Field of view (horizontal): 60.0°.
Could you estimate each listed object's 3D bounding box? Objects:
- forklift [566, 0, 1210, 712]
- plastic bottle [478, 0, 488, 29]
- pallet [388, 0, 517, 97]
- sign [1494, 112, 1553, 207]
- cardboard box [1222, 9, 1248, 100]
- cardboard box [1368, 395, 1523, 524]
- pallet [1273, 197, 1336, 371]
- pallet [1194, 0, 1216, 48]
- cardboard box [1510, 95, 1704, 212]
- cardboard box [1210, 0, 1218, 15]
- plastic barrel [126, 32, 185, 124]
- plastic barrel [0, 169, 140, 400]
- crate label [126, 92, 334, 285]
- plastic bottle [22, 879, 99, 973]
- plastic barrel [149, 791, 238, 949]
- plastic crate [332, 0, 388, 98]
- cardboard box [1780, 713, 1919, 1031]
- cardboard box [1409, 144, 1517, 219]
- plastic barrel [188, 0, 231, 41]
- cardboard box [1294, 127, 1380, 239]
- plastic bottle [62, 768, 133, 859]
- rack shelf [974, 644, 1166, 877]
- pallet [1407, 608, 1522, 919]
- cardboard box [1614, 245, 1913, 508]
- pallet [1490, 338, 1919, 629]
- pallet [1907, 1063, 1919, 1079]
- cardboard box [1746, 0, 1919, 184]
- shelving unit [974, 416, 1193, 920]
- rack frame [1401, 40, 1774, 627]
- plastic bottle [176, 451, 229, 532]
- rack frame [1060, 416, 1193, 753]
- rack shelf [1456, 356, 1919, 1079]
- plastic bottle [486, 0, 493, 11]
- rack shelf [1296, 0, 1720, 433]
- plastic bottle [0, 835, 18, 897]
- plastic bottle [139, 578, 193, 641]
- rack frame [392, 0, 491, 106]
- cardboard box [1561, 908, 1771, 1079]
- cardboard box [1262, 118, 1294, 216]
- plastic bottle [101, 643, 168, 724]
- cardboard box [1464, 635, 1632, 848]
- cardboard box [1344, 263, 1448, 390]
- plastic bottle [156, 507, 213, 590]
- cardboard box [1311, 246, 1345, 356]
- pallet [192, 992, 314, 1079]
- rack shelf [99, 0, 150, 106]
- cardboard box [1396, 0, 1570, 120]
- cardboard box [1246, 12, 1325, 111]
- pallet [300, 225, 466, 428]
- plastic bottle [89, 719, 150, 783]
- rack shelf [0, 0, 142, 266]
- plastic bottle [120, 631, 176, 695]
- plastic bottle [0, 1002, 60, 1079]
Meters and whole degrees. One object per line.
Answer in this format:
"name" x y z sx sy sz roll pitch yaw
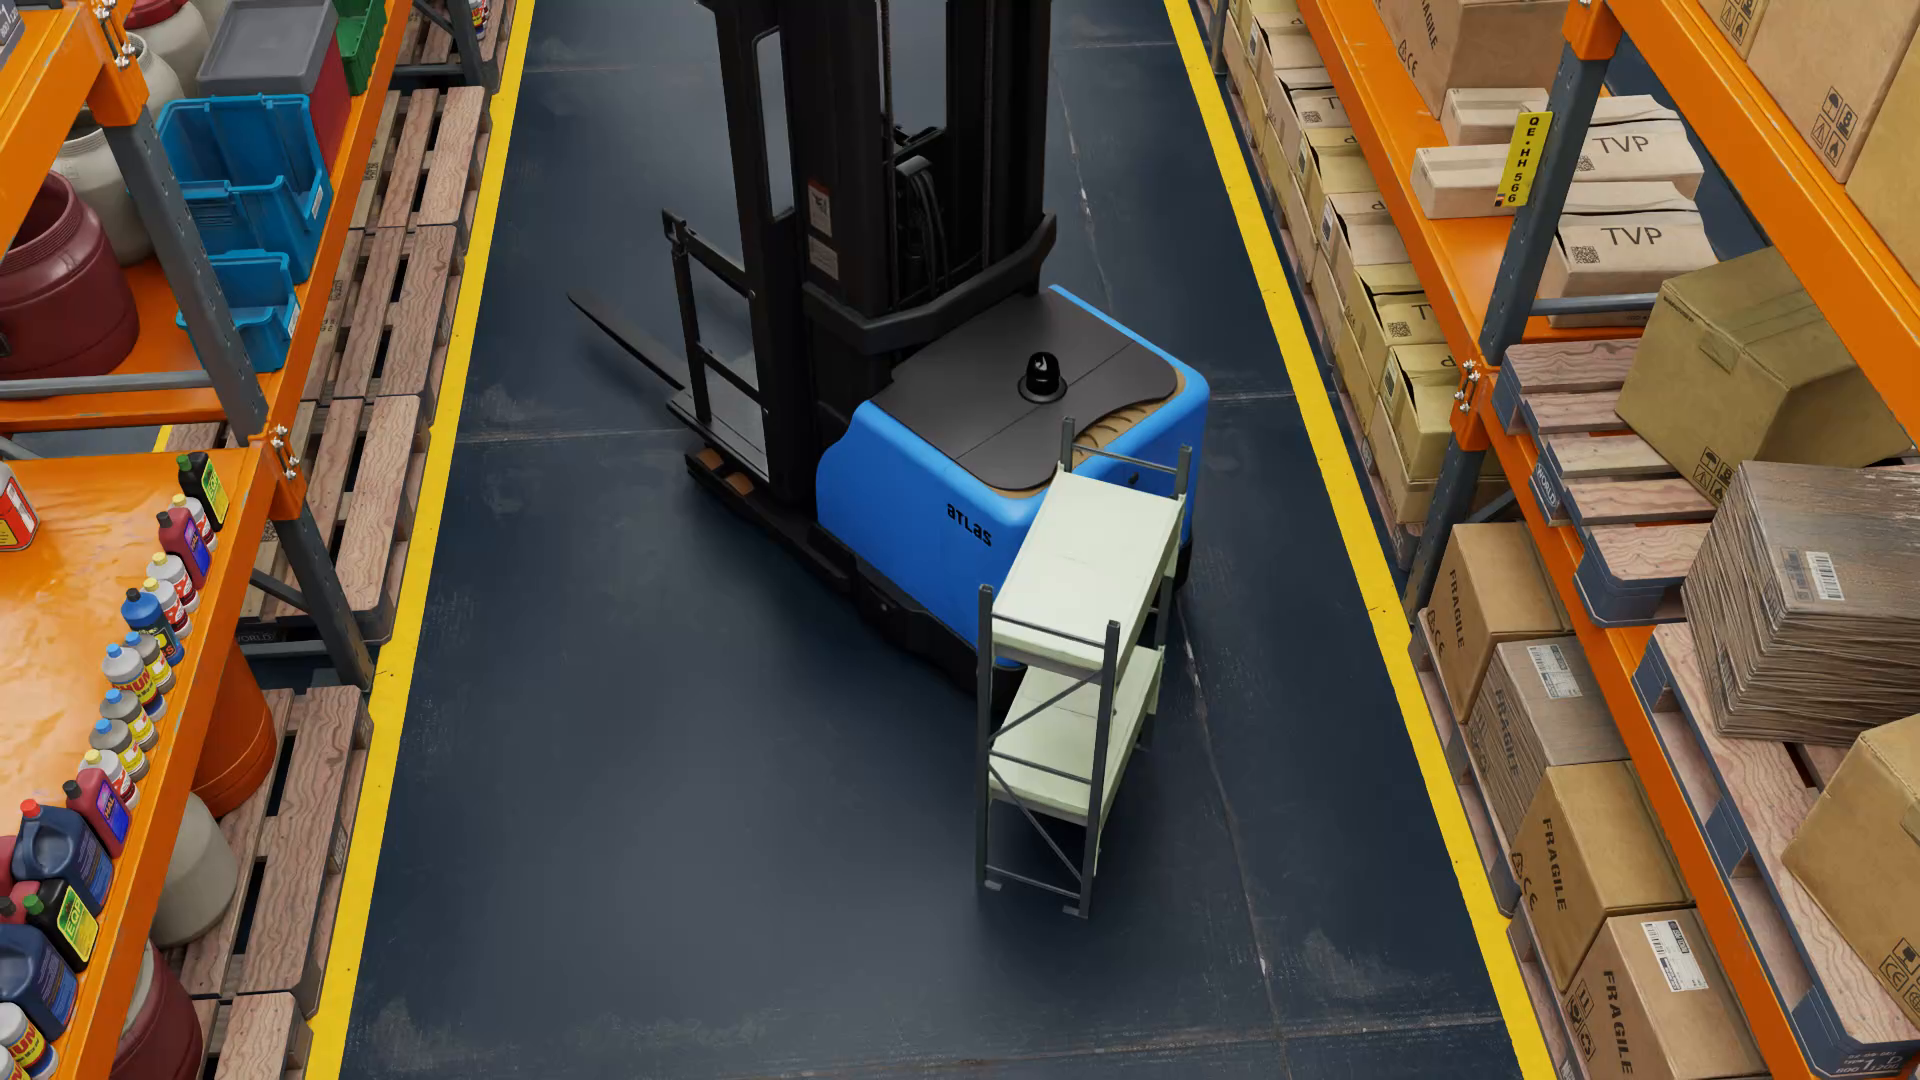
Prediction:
"forklift" -0.491 -1.356 6.015 1.130 2.935 3.031 -35 56 -28
"plastic bottle" -2.638 -2.885 9.041 0.097 0.201 0.097 0 47 0
"pallet" -3.055 -2.895 9.346 1.003 0.211 1.213 -3 47 -3
"sign" 1.678 -1.132 4.959 0.100 0.325 0.005 -3 47 -3
"cardboard box" 1.683 -2.556 8.709 0.500 0.250 0.500 -5 47 -4
"cardboard box" 1.944 -0.335 6.605 0.500 0.250 0.500 -2 47 -2
"pallet" 2.102 -1.290 7.826 1.003 0.211 1.213 -3 47 -3
"pallet" 1.871 -3.283 9.714 1.003 0.211 1.213 -3 47 -3
"cardboard box" 2.349 -1.398 6.069 0.500 0.311 0.500 -4 47 -4
"cardboard box" 1.640 -3.185 9.305 0.500 0.250 0.500 -3 47 -3
"plastic barrel" -3.039 -1.546 6.071 0.421 0.512 0.421 0 47 0
"plastic barrel" -3.046 -0.836 5.382 0.600 0.536 0.708 -3 47 -3
"crate label" -2.519 -1.219 5.814 0.502 0.435 0.616 -3 47 -3
"plastic bottle" -2.124 0.893 3.919 0.061 0.283 0.133 -3 47 -3
"plastic barrel" -2.511 0.996 5.165 0.421 0.512 0.421 0 47 0
"plastic crate" -2.613 -2.050 6.771 0.450 0.188 0.662 -3 47 -3
"cardboard box" 2.357 0.671 3.691 0.700 0.500 0.500 -14 48 -13
"cardboard box" 1.880 -1.317 6.105 0.380 0.149 0.250 -3 47 -3
"plastic barrel" -3.117 -2.176 6.651 0.433 0.535 0.433 0 47 0
"cardboard box" 1.813 -1.629 7.445 0.500 0.311 0.500 -2 47 -2
"plastic bottle" -2.151 0.662 4.137 0.061 0.283 0.133 -3 47 -3
"rack shelf" 0.372 0.669 5.532 0.431 0.370 0.720 15 48 14
"pallet" 2.256 0.732 5.912 1.003 0.211 1.213 -3 47 -3
"cardboard box" 2.396 -0.500 4.799 0.700 0.500 0.500 -18 49 -16
"pallet" 2.358 -0.218 5.022 1.213 0.211 1.003 -3 47 -3
"pallet" 2.608 1.605 3.296 1.003 0.211 1.213 -3 47 -3
"cardboard box" 2.344 -1.153 3.641 0.910 0.500 0.500 -3 47 -3
"shelving unit" 0.372 0.445 5.296 0.431 1.500 0.755 15 48 14
"rack frame" 2.231 -0.770 5.413 1.000 3.000 0.127 -3 47 -3
"plastic bottle" -2.246 -0.165 4.920 0.061 0.283 0.133 -3 47 -3
"rack frame" 0.501 0.196 5.531 0.400 1.500 0.023 15 48 14
"rack shelf" 2.399 0.925 4.304 1.077 0.370 4.000 -3 47 -3
"plastic bottle" -2.684 -3.070 9.164 0.152 0.276 0.135 -2 47 -2
"rack shelf" 2.064 -1.969 7.045 1.077 0.370 4.000 -3 47 -3
"plastic bottle" -2.279 0.805 4.002 0.061 0.283 0.133 -3 47 -3
"plastic bottle" -2.227 0.186 4.645 0.097 0.201 0.097 0 47 0
"rack frame" -3.040 -3.365 7.871 1.000 3.000 0.127 -3 47 -3
"cardboard box" 2.120 1.404 4.773 0.500 0.500 0.500 -5 47 -5
"cardboard box" 1.771 -1.811 8.004 0.500 0.250 0.500 -5 47 -5
"plastic bottle" -2.203 0.373 4.420 0.097 0.271 0.097 0 47 0
"cardboard box" 2.034 0.664 5.474 0.500 0.500 0.500 -5 47 -5
"cardboard box" 1.892 -0.901 6.756 0.500 0.311 0.500 -4 47 -4
"plastic bottle" -2.227 0.002 4.762 0.061 0.283 0.133 -3 47 -3
"cardboard box" 1.858 -1.071 7.303 0.500 0.250 0.500 -3 47 -2
"pallet" -2.499 1.936 4.771 1.003 0.211 1.213 -3 47 -3
"rack shelf" -2.873 -2.703 5.673 1.077 0.370 4.000 -3 47 -3
"cardboard box" 2.074 -2.017 6.526 0.500 0.500 0.500 -6 47 -5
"cardboard box" 1.719 -2.379 8.155 0.500 0.311 0.500 -4 47 -4
"pallet" -2.830 -0.956 7.510 1.003 0.211 1.213 -3 47 -3
"plastic bottle" -2.187 0.538 4.312 0.097 0.201 0.097 0 47 0
"rack shelf" -2.538 0.191 2.932 1.077 0.370 4.000 -3 47 -3
"plastic bottle" -2.211 0.326 4.512 0.097 0.201 0.097 0 47 0
"plastic bottle" -2.117 1.115 3.717 0.097 0.271 0.097 0 47 0
